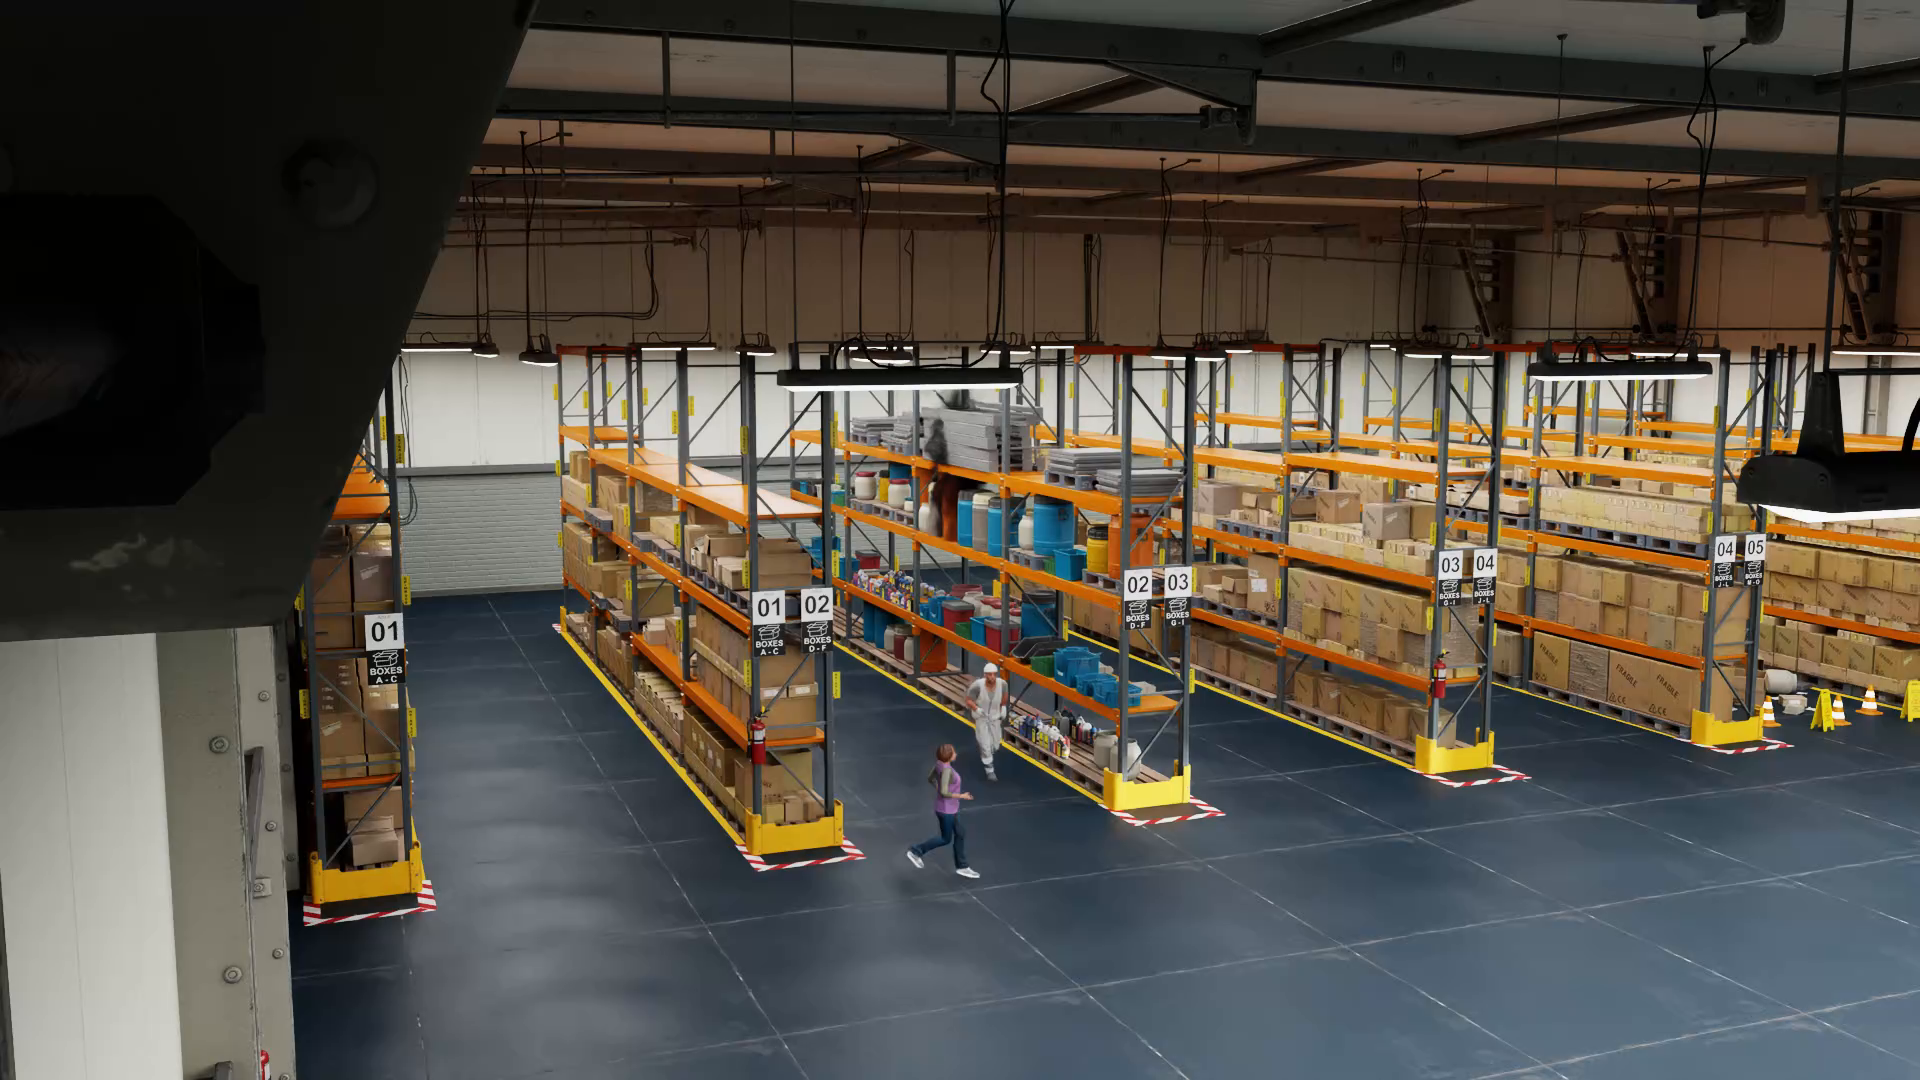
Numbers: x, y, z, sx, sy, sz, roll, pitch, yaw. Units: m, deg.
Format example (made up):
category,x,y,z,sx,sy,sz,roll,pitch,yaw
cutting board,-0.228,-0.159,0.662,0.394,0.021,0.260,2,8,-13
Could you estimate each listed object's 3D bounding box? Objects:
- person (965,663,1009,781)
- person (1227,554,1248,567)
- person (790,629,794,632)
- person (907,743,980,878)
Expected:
category,x,y,z,sx,sy,sz,roll,pitch,yaw
person,0.380,2.531,23.449,0.654,1.710,0.780,-1,7,-11
person,6.955,0.233,41.274,0.799,1.792,0.721,4,8,31
person,-3.241,1.552,30.991,0.691,1.774,0.963,-4,8,-31
person,-0.193,3.123,19.157,0.848,1.599,0.538,0,7,-2
